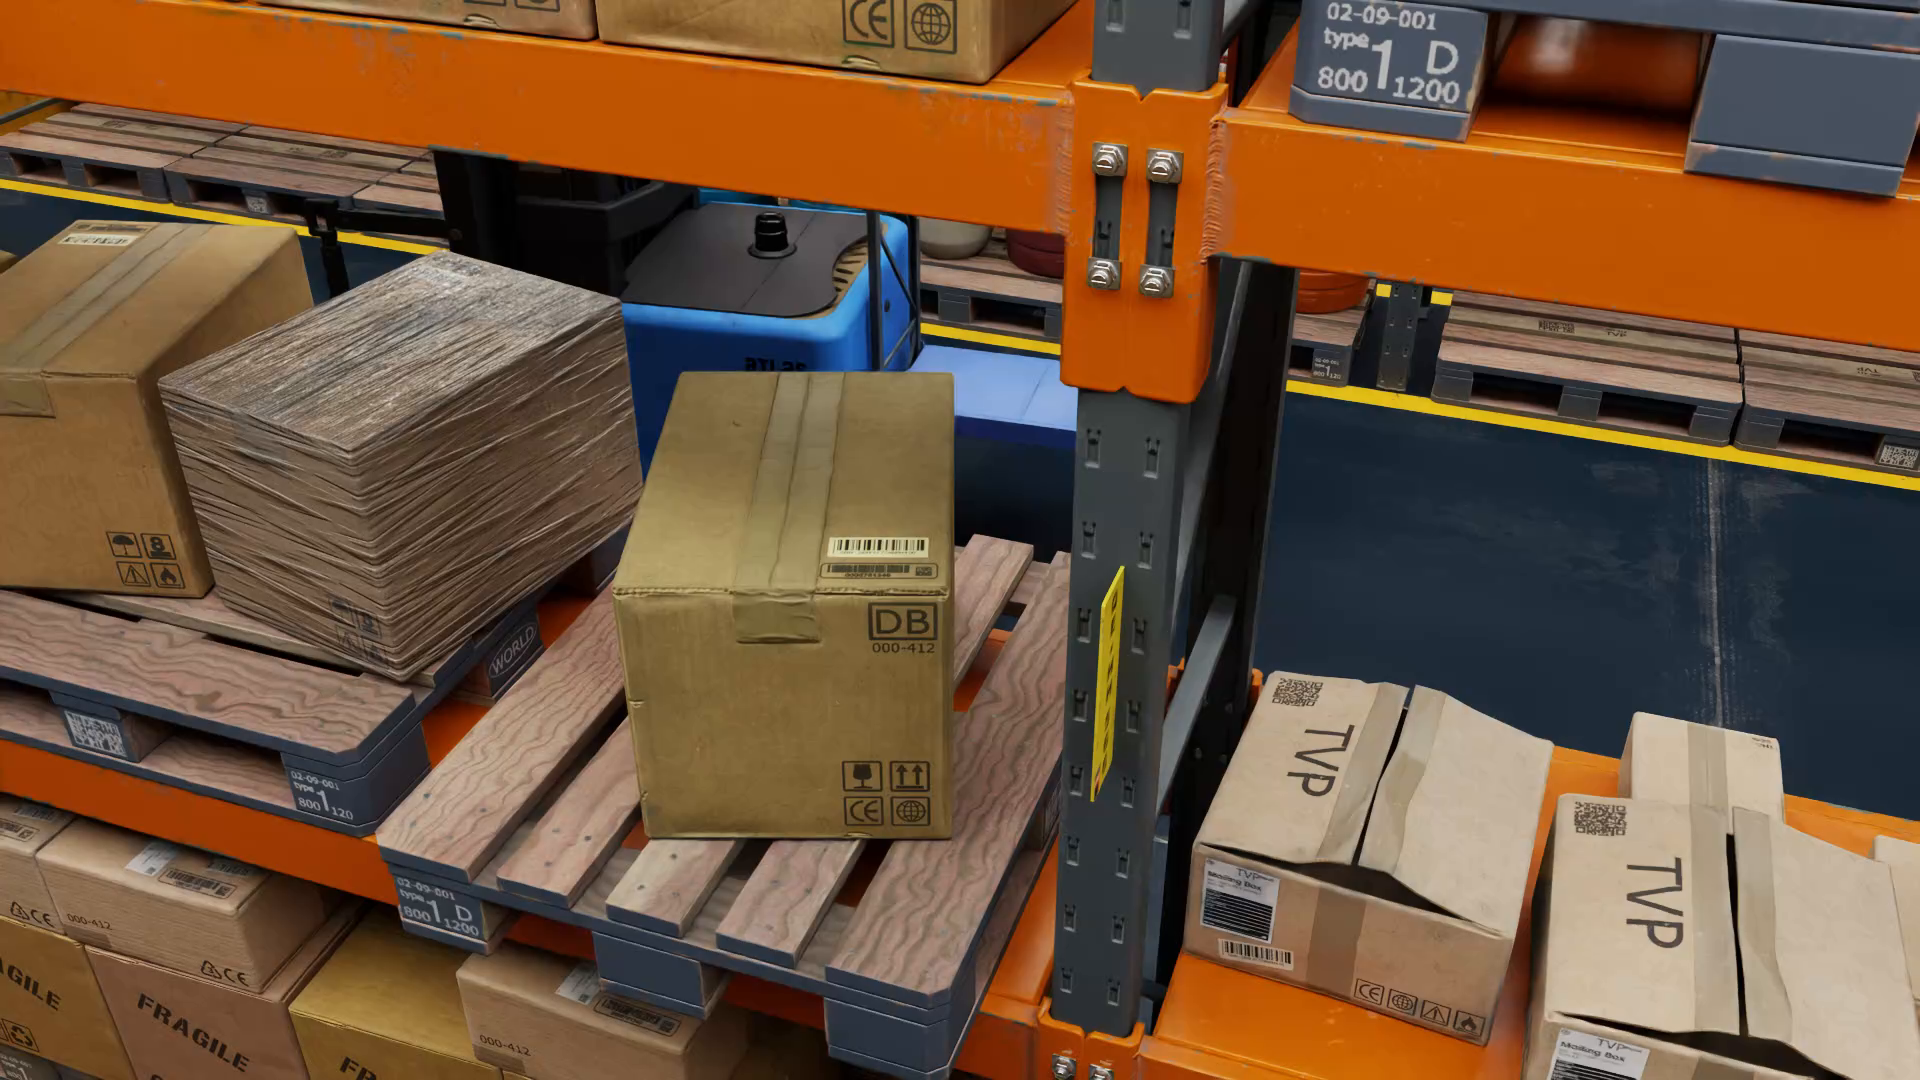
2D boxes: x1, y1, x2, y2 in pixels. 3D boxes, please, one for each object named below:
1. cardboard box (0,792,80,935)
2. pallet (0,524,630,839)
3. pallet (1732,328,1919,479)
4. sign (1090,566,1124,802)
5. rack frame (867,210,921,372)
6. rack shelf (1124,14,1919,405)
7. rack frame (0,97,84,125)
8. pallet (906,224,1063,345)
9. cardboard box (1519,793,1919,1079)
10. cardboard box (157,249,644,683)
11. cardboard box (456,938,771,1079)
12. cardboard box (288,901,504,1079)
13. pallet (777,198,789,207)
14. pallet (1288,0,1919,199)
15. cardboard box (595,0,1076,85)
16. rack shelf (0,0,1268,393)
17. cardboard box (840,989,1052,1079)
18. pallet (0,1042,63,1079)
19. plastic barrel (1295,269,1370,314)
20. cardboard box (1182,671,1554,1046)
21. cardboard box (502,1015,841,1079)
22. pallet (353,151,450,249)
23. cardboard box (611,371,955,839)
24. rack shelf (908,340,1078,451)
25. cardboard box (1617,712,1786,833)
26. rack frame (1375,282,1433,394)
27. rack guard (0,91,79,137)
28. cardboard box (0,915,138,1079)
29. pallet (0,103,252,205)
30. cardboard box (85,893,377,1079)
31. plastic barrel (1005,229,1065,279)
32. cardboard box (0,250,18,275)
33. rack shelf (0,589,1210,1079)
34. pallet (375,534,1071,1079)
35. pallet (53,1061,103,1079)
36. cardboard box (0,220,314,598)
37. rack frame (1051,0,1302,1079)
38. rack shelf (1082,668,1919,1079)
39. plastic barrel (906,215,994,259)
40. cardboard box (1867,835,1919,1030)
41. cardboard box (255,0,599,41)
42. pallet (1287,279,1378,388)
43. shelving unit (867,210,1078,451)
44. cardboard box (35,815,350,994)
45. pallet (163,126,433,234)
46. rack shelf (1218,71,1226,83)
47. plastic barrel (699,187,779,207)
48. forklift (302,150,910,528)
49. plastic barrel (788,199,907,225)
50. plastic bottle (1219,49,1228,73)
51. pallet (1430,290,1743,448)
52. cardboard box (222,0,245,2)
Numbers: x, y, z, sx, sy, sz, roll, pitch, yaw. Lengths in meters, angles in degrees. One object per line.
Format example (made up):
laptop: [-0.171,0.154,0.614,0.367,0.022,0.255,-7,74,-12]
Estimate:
cardboard box: [-2.082,0.581,3.792,0.500,0.250,0.500,11,34,17]
pallet: [-1.463,0.094,3.516,1.213,0.211,1.003,11,34,16]
pallet: [3.904,-0.605,6.992,1.213,0.211,1.003,11,34,16]
sign: [0.195,0.192,2.192,0.005,0.325,0.100,11,34,16]
rack frame: [-0.224,-0.685,5.928,0.032,1.500,0.500,8,34,13]
rack shelf: [2.252,-0.225,1.731,4.000,0.370,1.077,11,34,16]
rack frame: [-5.487,-3.626,9.100,0.127,3.000,1.000,11,34,16]
pallet: [0.143,-1.337,8.127,1.213,0.211,1.003,11,34,16]
cardboard box: [1.146,0.667,2.534,0.500,0.311,0.500,11,34,16]
cardboard box: [-1.058,-0.174,3.275,0.500,0.500,0.700,18,37,25]
cardboard box: [-0.645,0.858,3.364,0.500,0.250,0.500,12,35,18]
cardboard box: [-1.078,1.086,3.702,0.500,0.500,0.500,10,34,15]
pallet: [-1.010,-1.560,8.471,1.213,0.211,1.003,11,34,16]
pallet: [1.038,-0.736,2.033,1.003,0.211,1.213,13,35,19]
cardboard box: [-0.053,-0.998,2.173,0.500,0.500,0.910,11,34,16]
rack shelf: [-1.514,-0.957,2.865,4.000,0.370,1.077,11,34,16]
cardboard box: [0.037,1.003,3.830,0.500,0.500,0.500,12,35,18]
pallet: [-2.618,0.936,4.606,1.213,0.211,1.003,11,34,16]
plastic barrel: [1.577,-1.507,7.433,0.708,0.830,0.600,11,34,16]
cardboard box: [0.697,0.493,2.803,0.500,0.311,0.500,13,35,19]
cardboard box: [-0.591,1.181,3.555,0.500,0.500,0.500,12,35,18]
pallet: [-2.427,-1.837,8.901,1.213,0.211,1.003,11,34,16]
cardboard box: [-0.262,0.091,2.865,0.500,0.500,0.700,0,33,0]
rack shelf: [0.267,-0.461,5.914,1.000,0.185,0.538,8,34,13]
cardboard box: [1.309,0.496,2.948,0.250,0.149,0.380,11,34,16]
rack frame: [2.044,-2.162,6.833,0.127,3.000,1.000,11,34,16]
rack guard: [-5.514,-2.573,9.775,0.348,0.500,1.175,11,34,16]
cardboard box: [-2.050,0.900,3.989,0.500,0.500,0.500,11,35,17]
pallet: [-4.724,-2.284,9.592,1.213,0.211,1.003,11,34,16]
cardboard box: [-1.574,0.993,3.845,0.500,0.500,0.500,10,34,15]
plastic barrel: [0.514,-1.613,7.818,0.708,0.588,0.600,11,34,16]
cardboard box: [-2.357,-0.289,3.453,0.500,0.500,0.700,17,36,24]
rack shelf: [-1.514,0.303,3.679,4.000,0.370,1.077,11,34,16]
pallet: [-0.293,0.359,3.105,1.003,0.211,1.213,11,34,16]
pallet: [-1.466,1.158,4.262,1.213,0.211,1.003,11,34,16]
cardboard box: [-1.713,-0.292,3.457,0.500,0.500,0.700,3,33,4]
rack frame: [0.368,0.368,2.914,0.053,2.616,0.949,11,34,16]
rack shelf: [2.252,1.035,2.545,4.000,0.370,1.077,11,34,16]
plastic barrel: [-0.048,-1.638,7.928,0.421,0.512,0.421,0,33,0]
cardboard box: [1.588,0.677,2.668,0.250,0.149,0.380,14,35,20]
cardboard box: [-0.533,-1.091,2.317,0.500,0.500,0.910,11,34,16]
pallet: [1.287,-1.113,7.780,1.213,0.211,1.003,11,34,16]
shelving unit: [0.267,-0.613,5.816,1.048,1.500,0.538,8,34,13]
cardboard box: [-1.610,0.673,3.651,0.500,0.250,0.500,10,34,16]
pallet: [-3.580,-2.059,9.245,1.213,0.211,1.003,11,34,16]
rack shelf: [0.161,-2.226,7.595,4.000,0.370,1.077,11,34,16]
plastic barrel: [-1.216,-2.080,8.254,0.708,0.901,0.600,11,34,16]
forklift: [-1.742,-1.440,5.778,3.031,2.935,1.130,7,33,10]
plastic barrel: [-0.549,-1.951,8.054,0.708,0.901,0.600,11,34,16]
plastic bottle: [1.107,-2.025,6.804,0.097,0.201,0.097,0,33,0]
pallet: [2.760,-0.829,7.339,1.213,0.211,1.003,11,34,16]
cardboard box: [-1.023,-1.187,2.465,0.500,0.500,0.910,11,34,16]
